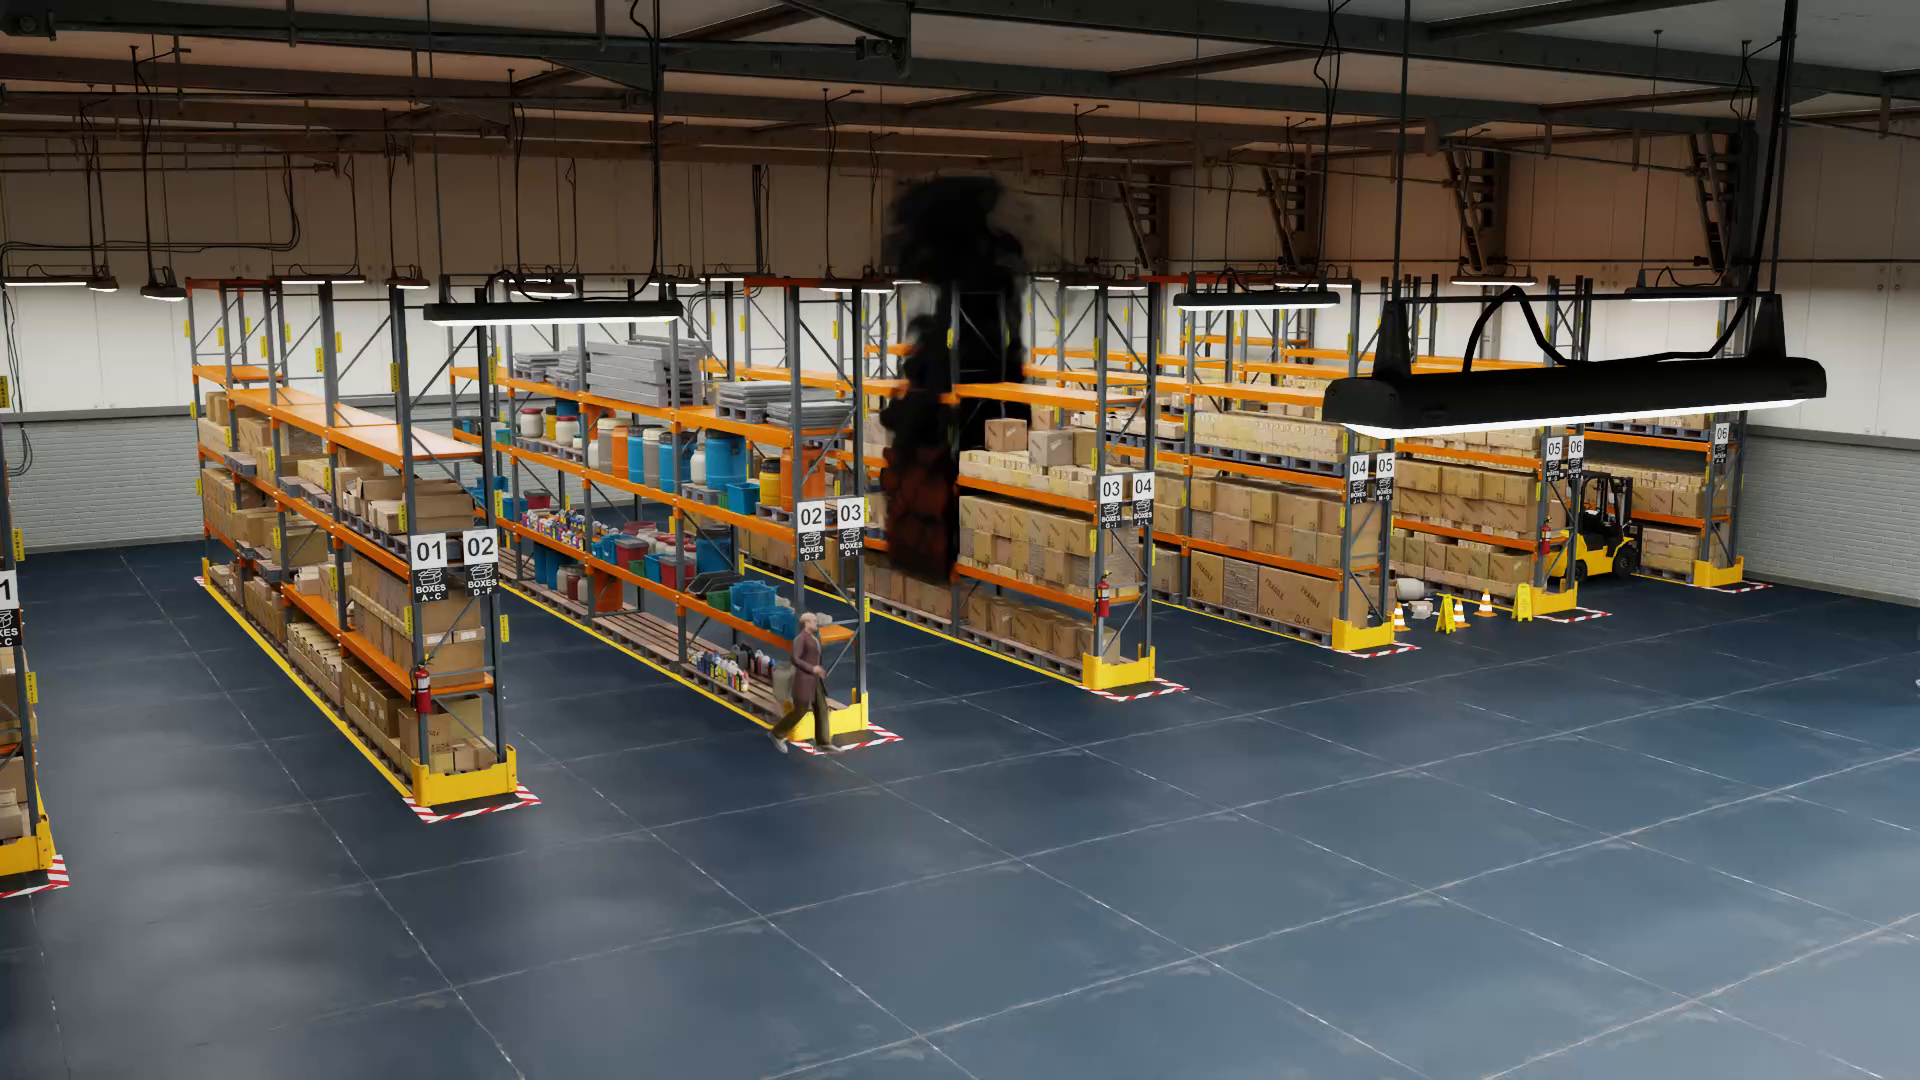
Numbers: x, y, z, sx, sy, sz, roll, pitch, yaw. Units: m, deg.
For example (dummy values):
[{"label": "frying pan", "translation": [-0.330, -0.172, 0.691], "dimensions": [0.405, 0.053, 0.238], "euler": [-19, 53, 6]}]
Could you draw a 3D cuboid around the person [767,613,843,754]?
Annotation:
[{"label": "person", "translation": [-1.913, 1.799, 21.134], "dimensions": [0.974, 1.762, 0.765], "euler": [3, 10, 17]}]
